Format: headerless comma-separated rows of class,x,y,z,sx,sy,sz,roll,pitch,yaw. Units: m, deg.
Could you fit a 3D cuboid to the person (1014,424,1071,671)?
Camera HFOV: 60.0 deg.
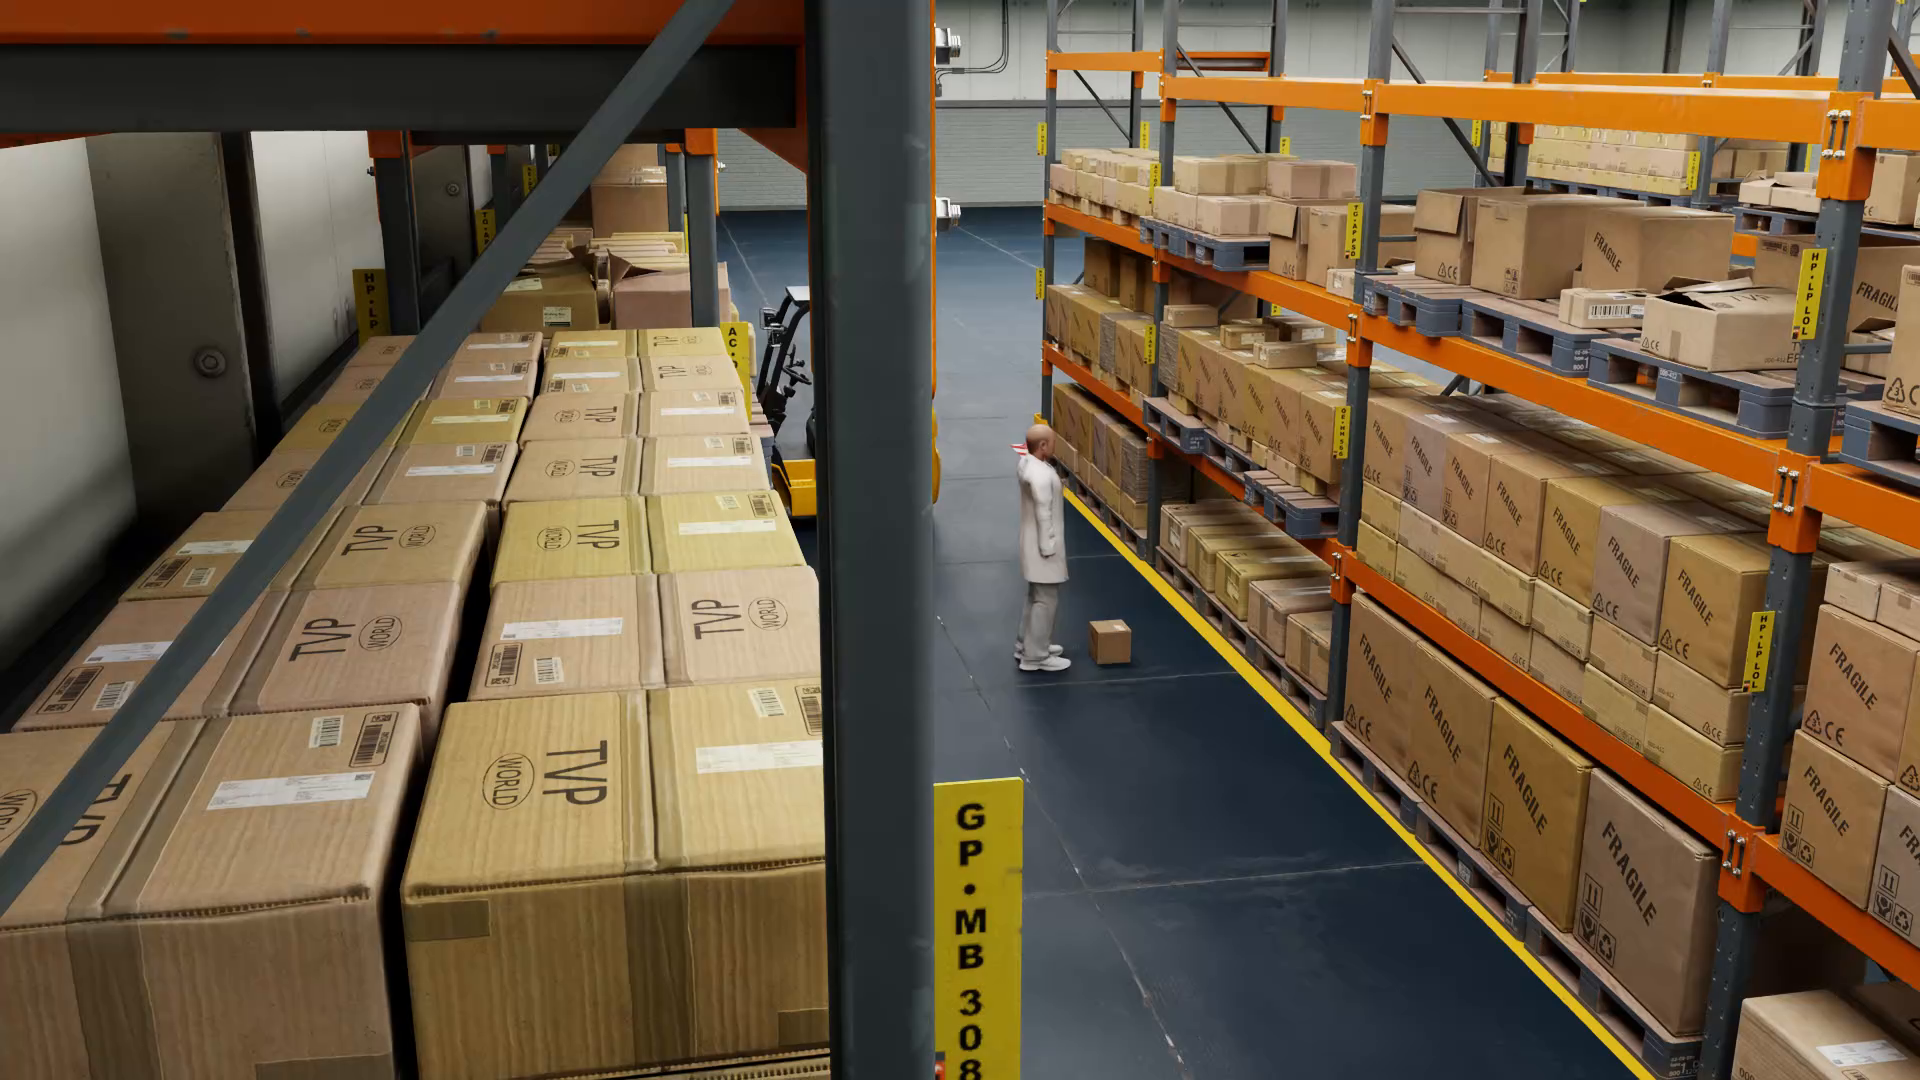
person,0.594,0.039,11.937,0.382,1.775,0.563,-3,16,-9
